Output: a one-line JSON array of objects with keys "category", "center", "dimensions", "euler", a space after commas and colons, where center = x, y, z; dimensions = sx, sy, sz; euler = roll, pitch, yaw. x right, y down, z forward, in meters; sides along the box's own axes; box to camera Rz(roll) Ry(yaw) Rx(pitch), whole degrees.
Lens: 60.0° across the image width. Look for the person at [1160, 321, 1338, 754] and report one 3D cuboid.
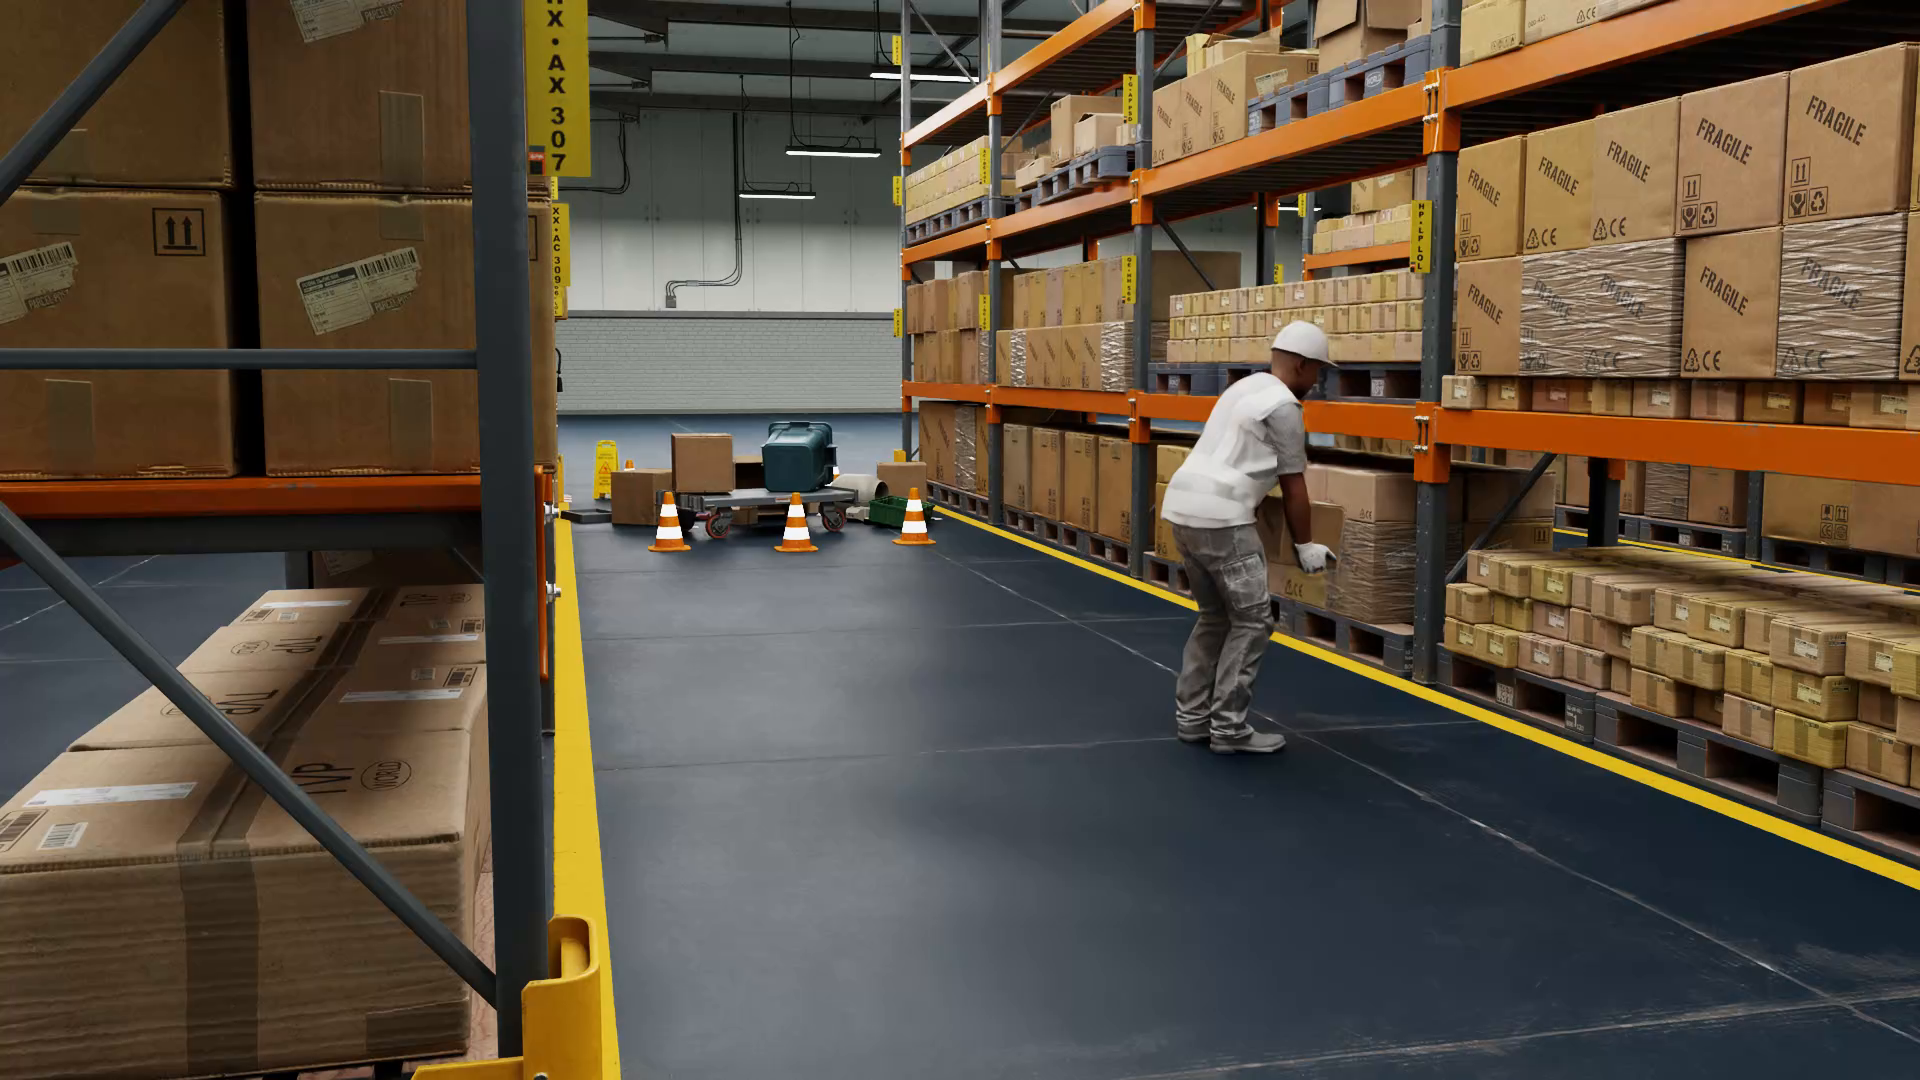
[{"category": "person", "center": [1.141, -0.021, 6.535], "dimensions": [0.694, 1.669, 0.480], "euler": [-2, 6, -15]}]
